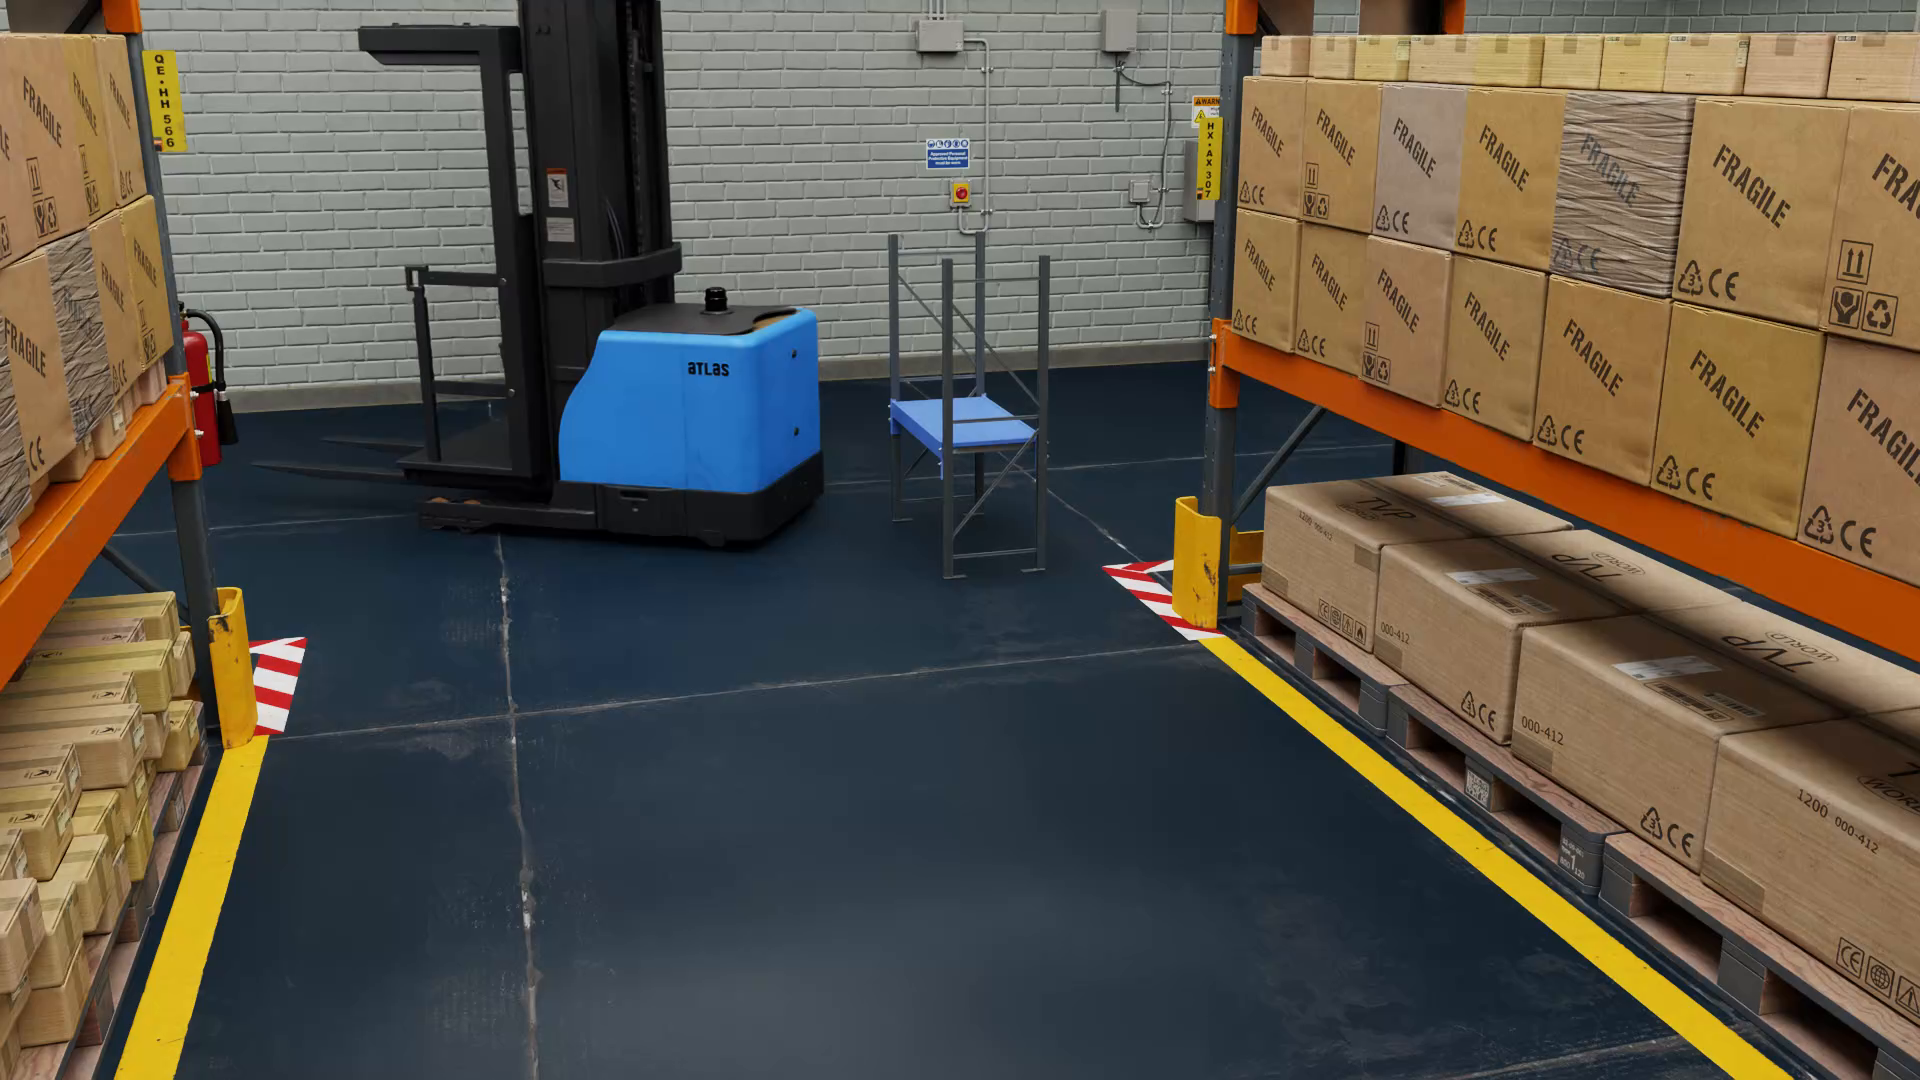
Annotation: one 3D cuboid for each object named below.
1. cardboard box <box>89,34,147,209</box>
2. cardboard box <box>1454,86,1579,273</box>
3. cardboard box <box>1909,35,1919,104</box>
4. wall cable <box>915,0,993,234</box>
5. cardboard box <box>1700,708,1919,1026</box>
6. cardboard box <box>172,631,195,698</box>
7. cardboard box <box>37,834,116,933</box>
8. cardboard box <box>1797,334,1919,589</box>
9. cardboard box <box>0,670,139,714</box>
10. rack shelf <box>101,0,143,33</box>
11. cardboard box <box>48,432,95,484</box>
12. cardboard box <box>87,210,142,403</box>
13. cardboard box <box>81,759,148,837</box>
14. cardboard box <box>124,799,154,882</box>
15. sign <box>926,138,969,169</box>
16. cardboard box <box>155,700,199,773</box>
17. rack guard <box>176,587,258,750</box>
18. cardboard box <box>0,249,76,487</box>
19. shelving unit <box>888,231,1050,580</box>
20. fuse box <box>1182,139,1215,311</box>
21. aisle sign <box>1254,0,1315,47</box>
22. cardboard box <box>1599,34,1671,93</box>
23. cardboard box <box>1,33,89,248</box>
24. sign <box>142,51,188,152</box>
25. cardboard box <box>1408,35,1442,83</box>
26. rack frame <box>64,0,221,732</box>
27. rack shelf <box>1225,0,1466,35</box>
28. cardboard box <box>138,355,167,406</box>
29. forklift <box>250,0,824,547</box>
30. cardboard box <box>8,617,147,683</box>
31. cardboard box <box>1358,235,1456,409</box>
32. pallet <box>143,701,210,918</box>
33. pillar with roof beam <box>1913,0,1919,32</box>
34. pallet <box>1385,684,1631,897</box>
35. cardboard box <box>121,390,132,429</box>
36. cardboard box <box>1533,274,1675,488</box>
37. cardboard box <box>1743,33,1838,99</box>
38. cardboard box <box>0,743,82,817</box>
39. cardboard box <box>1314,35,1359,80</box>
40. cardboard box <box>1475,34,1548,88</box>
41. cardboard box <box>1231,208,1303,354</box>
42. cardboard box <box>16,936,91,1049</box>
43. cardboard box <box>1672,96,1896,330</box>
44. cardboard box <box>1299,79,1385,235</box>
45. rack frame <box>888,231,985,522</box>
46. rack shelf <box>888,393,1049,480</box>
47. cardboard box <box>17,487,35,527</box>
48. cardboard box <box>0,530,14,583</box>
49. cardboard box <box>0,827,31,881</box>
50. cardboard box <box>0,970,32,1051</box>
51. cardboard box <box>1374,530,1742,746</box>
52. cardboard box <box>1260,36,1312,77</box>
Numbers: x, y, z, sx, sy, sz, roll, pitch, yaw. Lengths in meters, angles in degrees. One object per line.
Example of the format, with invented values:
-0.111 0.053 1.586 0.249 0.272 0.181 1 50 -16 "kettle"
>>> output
-2.820 -1.278 5.062 0.500 0.500 0.500 -5 17 -16 "cardboard box"
1.840 -1.084 4.935 0.500 0.500 0.500 -5 17 -15 "cardboard box"
2.287 -1.007 3.551 0.380 0.149 0.250 -4 17 -14 "cardboard box"
-0.025 -3.194 12.051 0.585 1.953 0.123 -5 17 -15 "wall cable"
2.577 0.816 4.246 0.875 0.438 0.875 -5 17 -16 "cardboard box"
-2.765 0.430 5.515 0.380 0.149 0.250 -5 17 -17 "cardboard box"
-2.311 0.862 4.076 0.380 0.149 0.250 -5 17 -15 "cardboard box"
2.273 -0.184 3.677 0.500 0.500 0.500 -5 17 -15 "cardboard box"
-2.578 0.503 4.756 0.380 0.149 0.250 -5 18 -17 "cardboard box"
-2.635 -1.254 3.449 1.077 0.370 4.000 -5 17 -15 "rack shelf"
-2.571 -0.243 4.484 0.380 0.149 0.250 -6 18 -18 "cardboard box"
-2.677 -0.659 4.740 0.500 0.500 0.500 -5 17 -16 "cardboard box"
-2.466 0.716 4.564 0.380 0.149 0.250 -4 17 -14 "cardboard box"
-2.471 0.854 4.621 0.380 0.149 0.250 -6 18 -18 "cardboard box"
-0.089 -2.835 12.206 0.327 0.218 0.001 -5 17 -15 "sign"
-2.672 0.641 5.329 0.380 0.149 0.250 -4 17 -14 "cardboard box"
-3.164 0.503 5.909 1.175 0.500 0.348 -5 17 -15 "rack guard"
-2.402 -0.381 3.814 0.500 0.500 0.500 -4 17 -12 "cardboard box"
0.023 -0.695 8.158 0.538 1.500 1.048 -5 17 -15 "shelving unit"
2.035 -2.201 12.805 0.539 1.711 0.414 -5 17 -15 "fuse box"
1.248 -2.377 6.631 0.394 0.787 0.004 -5 17 -15 "aisle sign"
1.965 -1.284 4.474 0.380 0.149 0.250 -5 17 -16 "cardboard box"
-2.529 -0.994 4.119 0.500 0.500 0.500 -4 17 -12 "cardboard box"
-2.646 -1.459 5.535 0.100 0.325 0.005 -5 17 -15 "sign"
1.692 -1.564 5.406 0.380 0.149 0.250 -5 17 -15 "cardboard box"
-3.185 -0.715 5.619 1.000 3.000 0.127 -5 17 -15 "rack frame"
2.096 -1.673 4.845 1.077 0.370 4.000 -5 17 -15 "rack shelf"
-2.824 -0.527 5.429 0.380 0.149 0.250 -5 17 -15 "cardboard box"
-2.316 -1.582 8.624 3.031 2.935 1.130 4 17 14 "forklift"
-2.782 0.365 5.216 0.380 0.149 0.250 -4 17 -14 "cardboard box"
1.691 -0.747 5.551 0.500 0.500 0.500 -5 17 -16 "cardboard box"
-2.975 0.869 5.193 1.003 0.211 1.213 -5 17 -15 "pallet"
2.305 -4.878 9.049 9.100 9.000 0.400 -5 17 -15 "pillar with roof beam"
2.173 0.753 5.579 1.003 0.211 1.213 -5 17 -15 "pallet"
-2.708 -0.387 4.964 0.380 0.149 0.250 -5 17 -16 "cardboard box"
1.974 -0.464 4.608 0.500 0.500 0.500 -5 17 -16 "cardboard box"
2.141 -1.145 4.012 0.380 0.149 0.250 -5 17 -16 "cardboard box"
-2.485 0.654 4.251 0.380 0.149 0.250 -5 18 -17 "cardboard box"
1.480 -1.704 5.872 0.380 0.149 0.250 -4 17 -14 "cardboard box"
1.764 -1.420 4.925 0.380 0.149 0.250 -5 17 -17 "cardboard box"
1.403 -1.027 6.483 0.500 0.500 0.500 -5 17 -16 "cardboard box"
-2.272 1.074 3.889 0.380 0.149 0.250 -5 17 -17 "cardboard box"
2.119 -0.805 4.005 0.500 0.500 0.500 -5 17 -16 "cardboard box"
1.553 -1.364 5.866 0.500 0.500 0.500 -5 17 -17 "cardboard box"
-0.116 -0.835 8.626 0.500 1.500 0.032 -5 17 -15 "rack frame"
0.023 -0.522 8.209 0.538 0.185 1.000 -5 17 -15 "rack shelf"
-2.466 -0.092 3.980 0.380 0.149 0.250 -4 17 -14 "cardboard box"
-2.258 0.047 3.519 0.380 0.149 0.250 -4 17 -13 "cardboard box"
-2.356 0.796 3.780 0.380 0.149 0.250 -5 18 -18 "cardboard box"
-2.259 1.007 3.594 0.380 0.149 0.250 -4 17 -13 "cardboard box"
2.084 0.319 5.901 0.875 0.438 0.875 -4 17 -14 "cardboard box"
1.378 -1.852 6.364 0.380 0.149 0.250 -4 17 -14 "cardboard box"
